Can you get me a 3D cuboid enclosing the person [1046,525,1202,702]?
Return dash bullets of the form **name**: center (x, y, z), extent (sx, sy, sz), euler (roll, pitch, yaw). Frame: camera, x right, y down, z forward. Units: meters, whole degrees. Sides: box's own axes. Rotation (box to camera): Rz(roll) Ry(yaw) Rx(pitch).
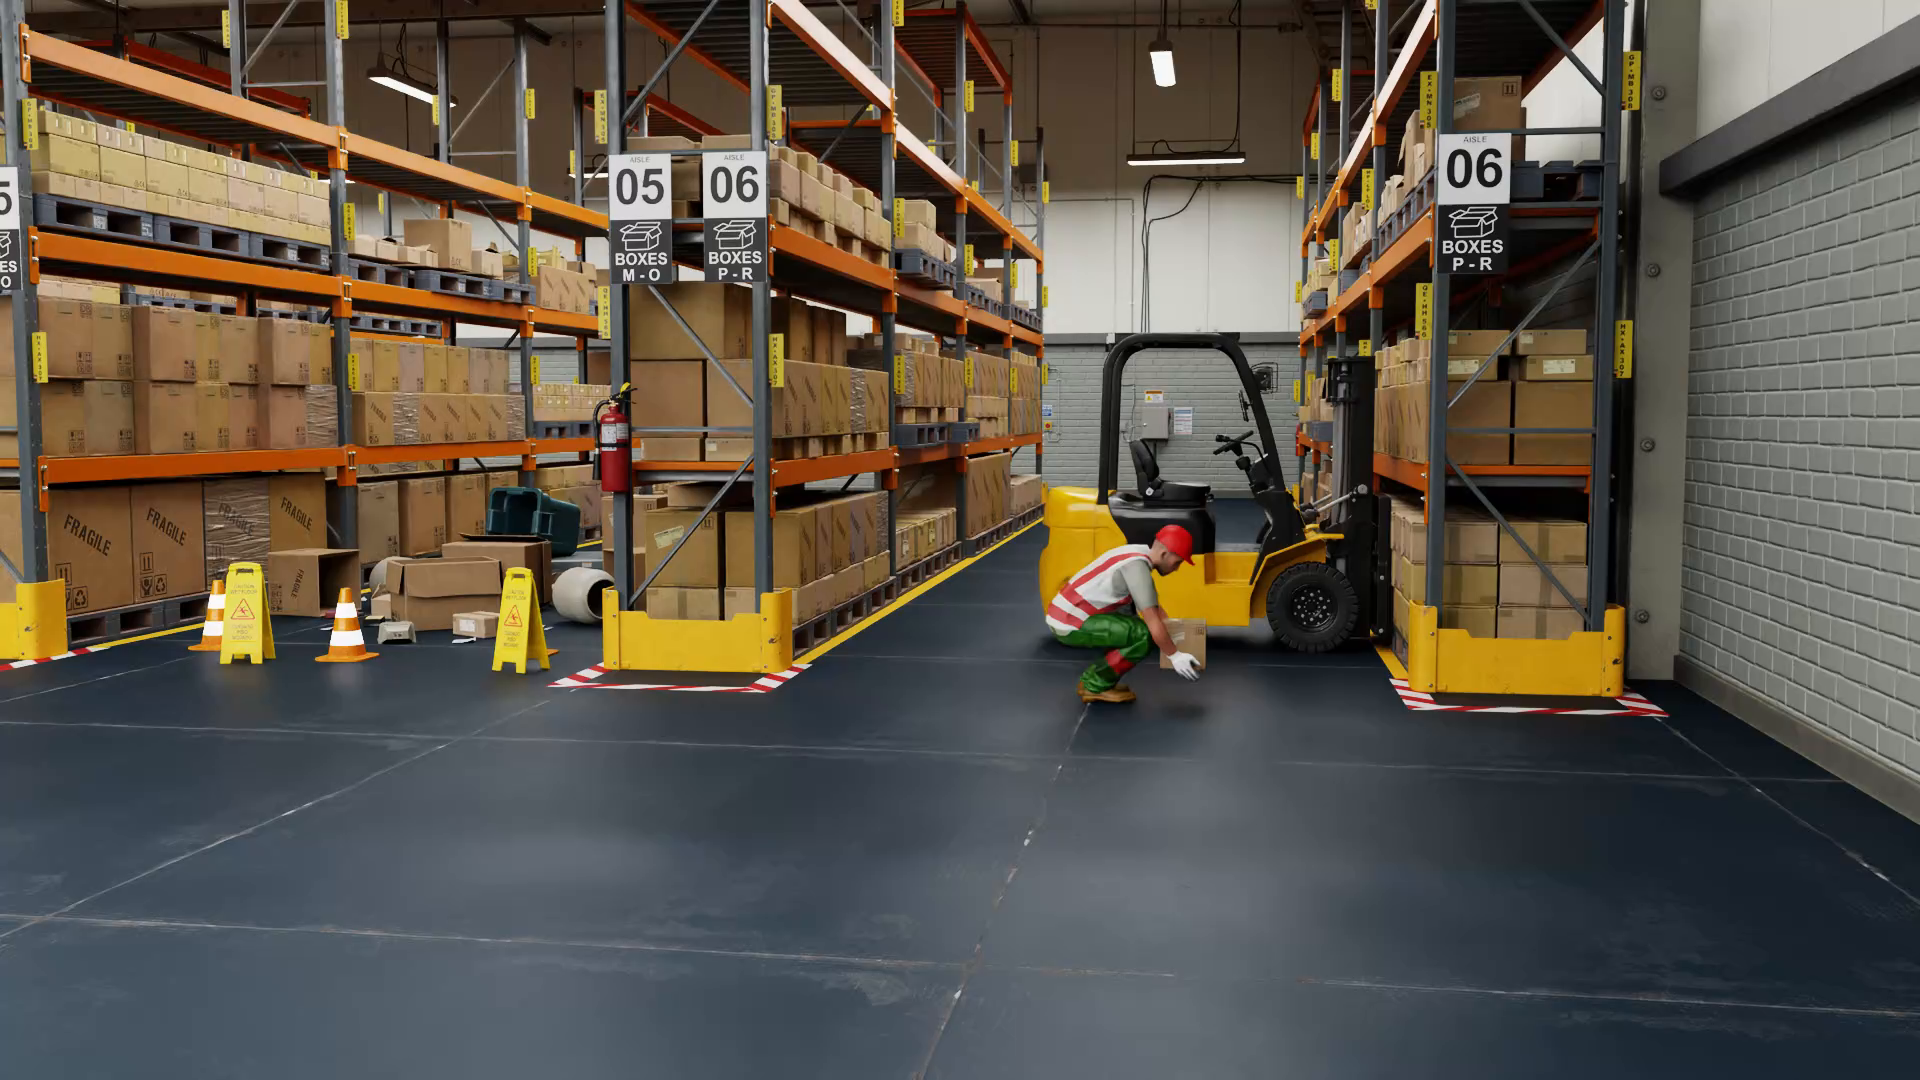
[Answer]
- **person**: center (0.924, 0.408, 9.366), extent (0.875, 0.991, 0.565), euler (1, 4, 9)
